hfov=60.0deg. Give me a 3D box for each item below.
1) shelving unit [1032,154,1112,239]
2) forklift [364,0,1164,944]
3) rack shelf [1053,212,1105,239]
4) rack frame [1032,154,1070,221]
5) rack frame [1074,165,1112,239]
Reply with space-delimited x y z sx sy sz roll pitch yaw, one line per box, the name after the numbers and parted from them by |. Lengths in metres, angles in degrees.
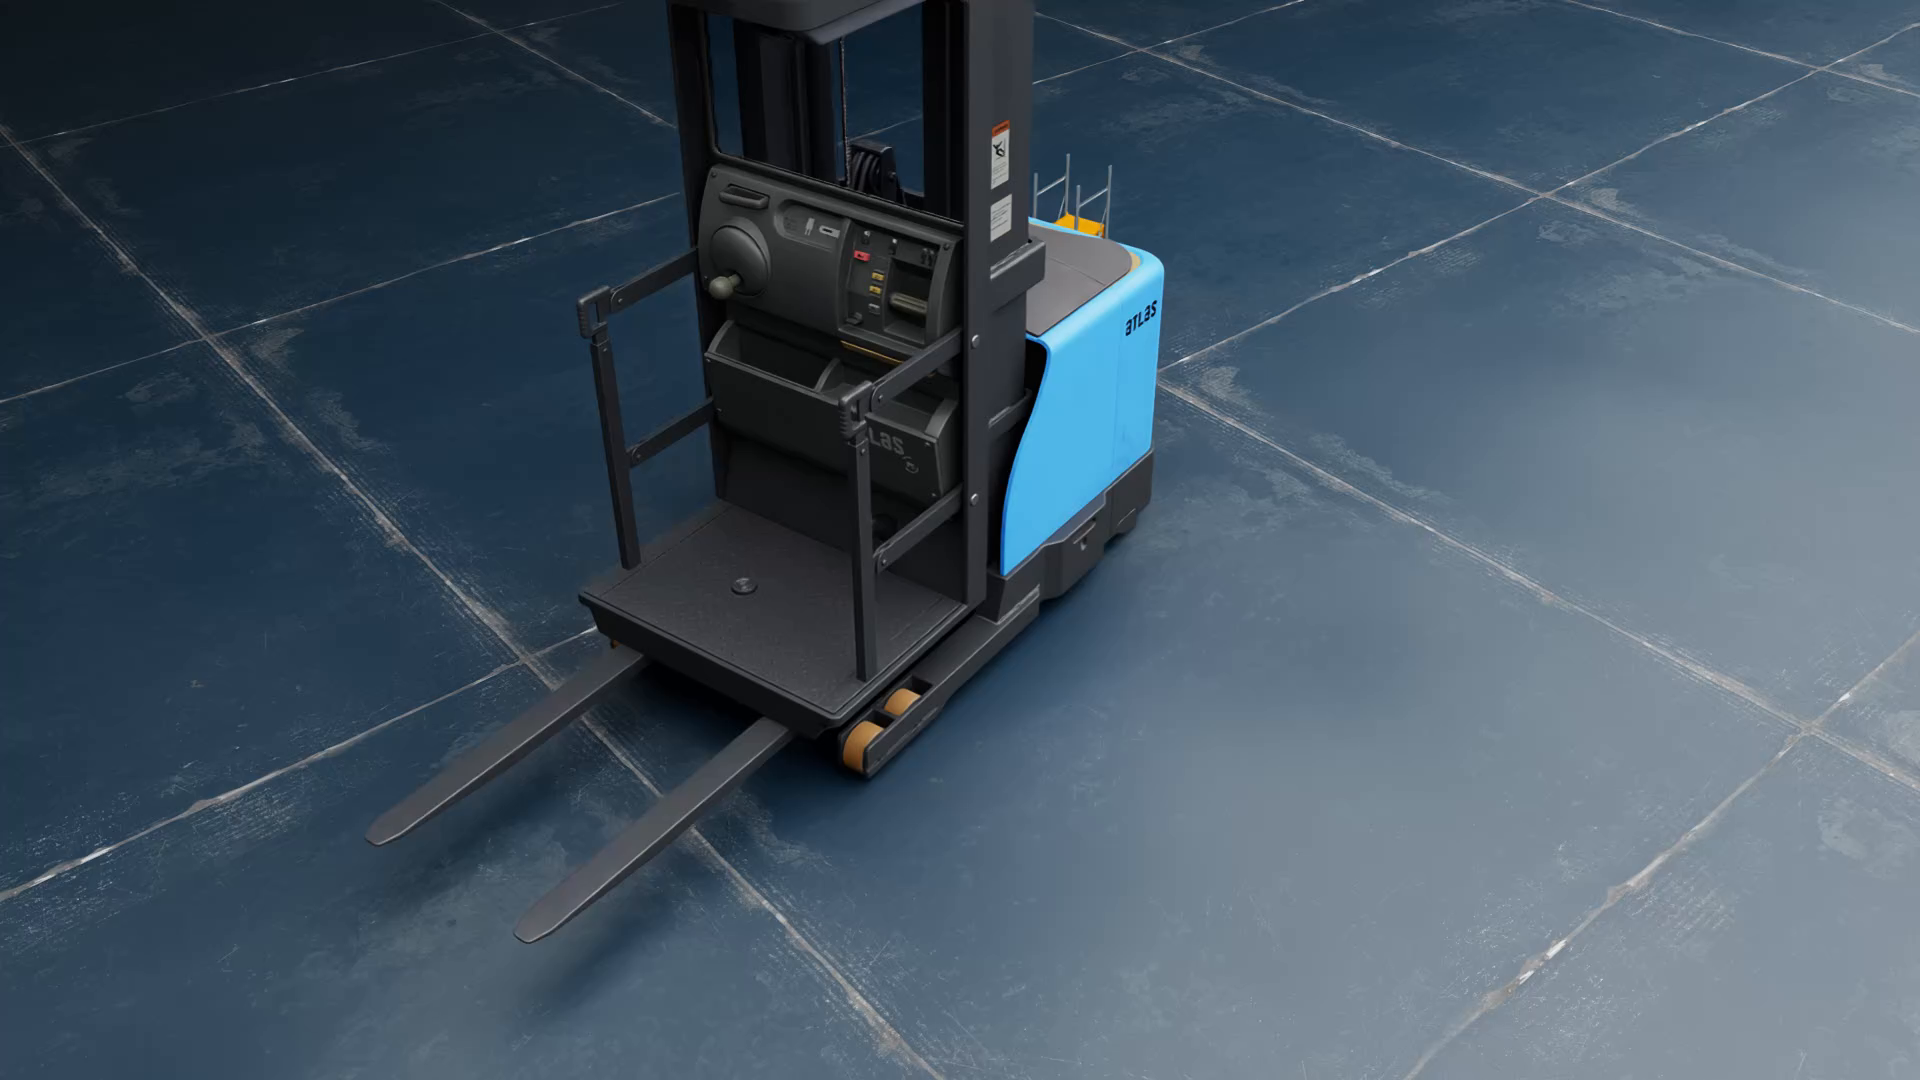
0.412 -0.864 6.431 0.189 1.200 0.258 22 41 28 | shelving unit
-0.532 -0.779 4.814 1.130 2.935 3.031 22 41 28 | forklift
0.413 -1.122 6.249 0.180 0.103 0.258 22 41 28 | rack shelf
0.338 -0.894 6.474 0.006 1.200 0.240 22 41 28 | rack frame
0.487 -0.833 6.388 0.006 1.200 0.240 22 41 28 | rack frame
